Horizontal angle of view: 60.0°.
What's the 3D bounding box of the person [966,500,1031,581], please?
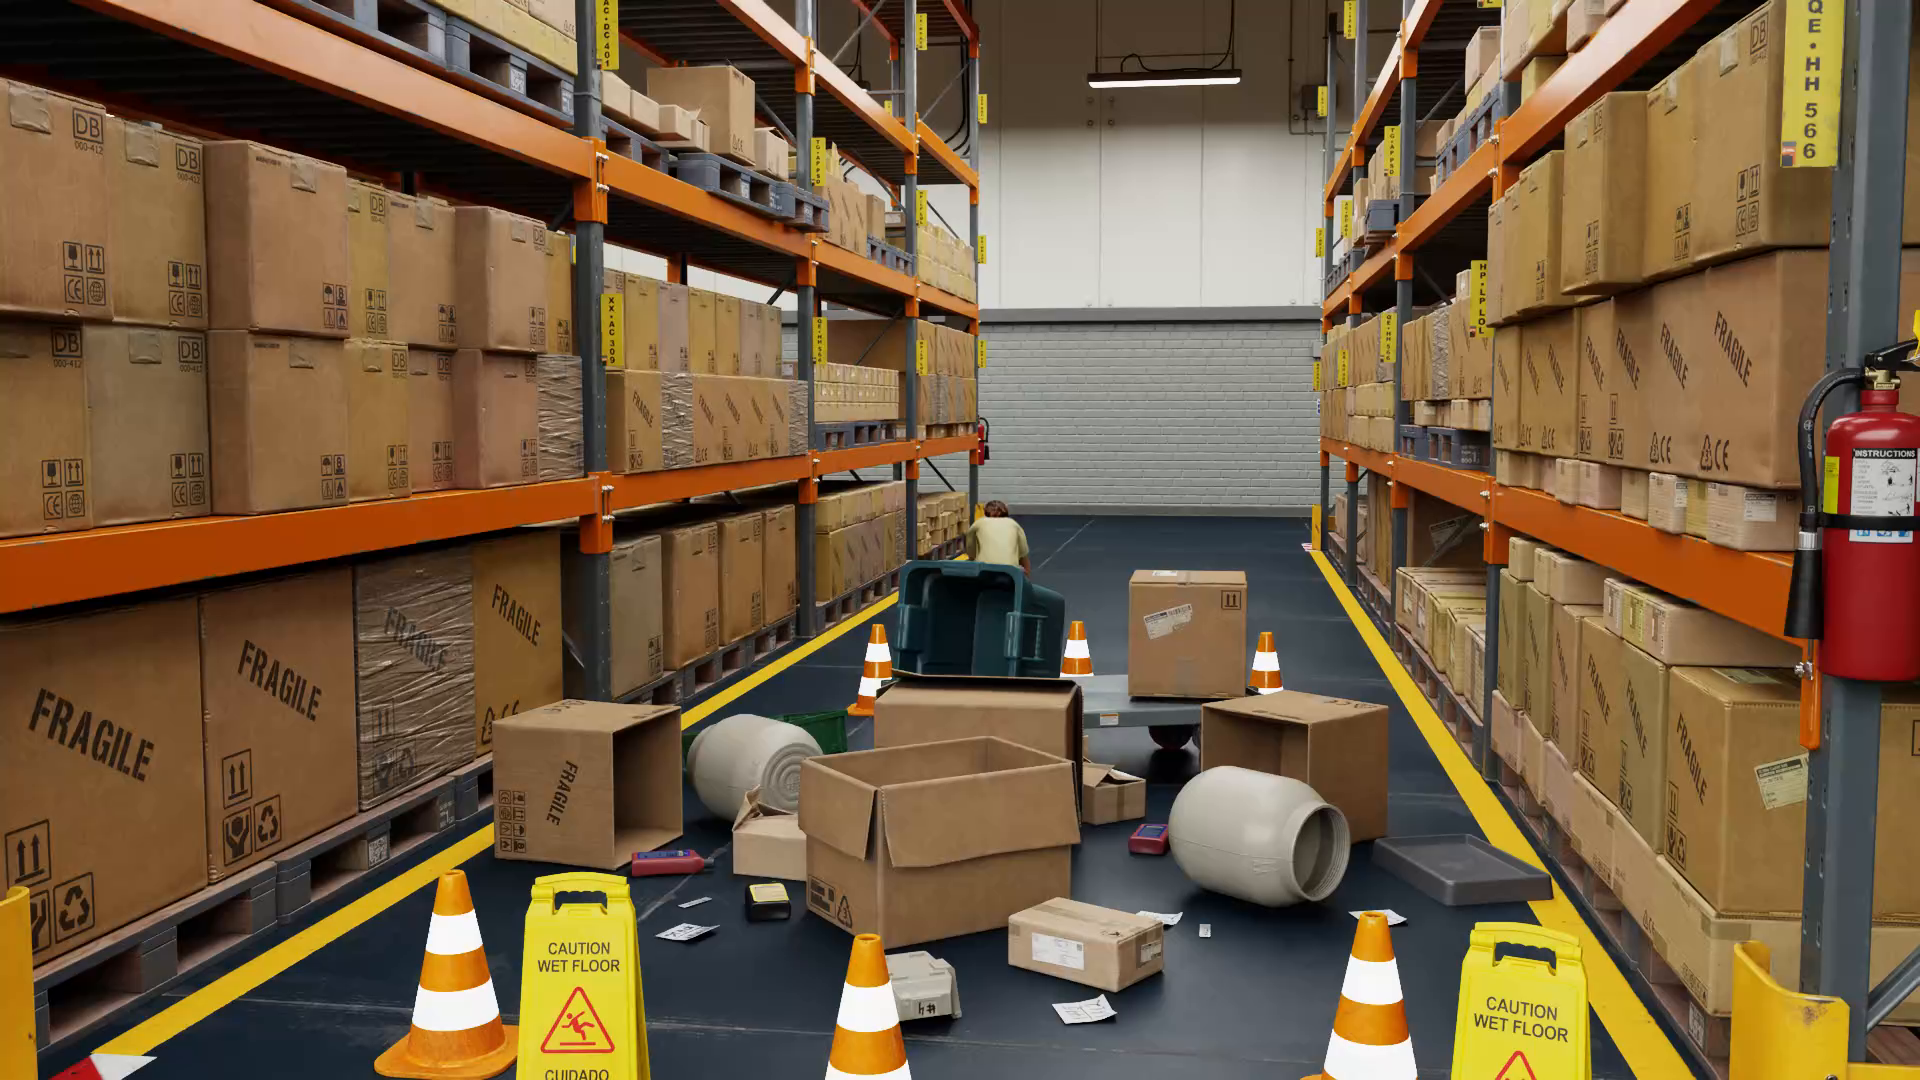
[{"bbox_3d":[0.269,0.185,12.216,0.490,0.937,0.795,1,5,9],"label":"person"}]
